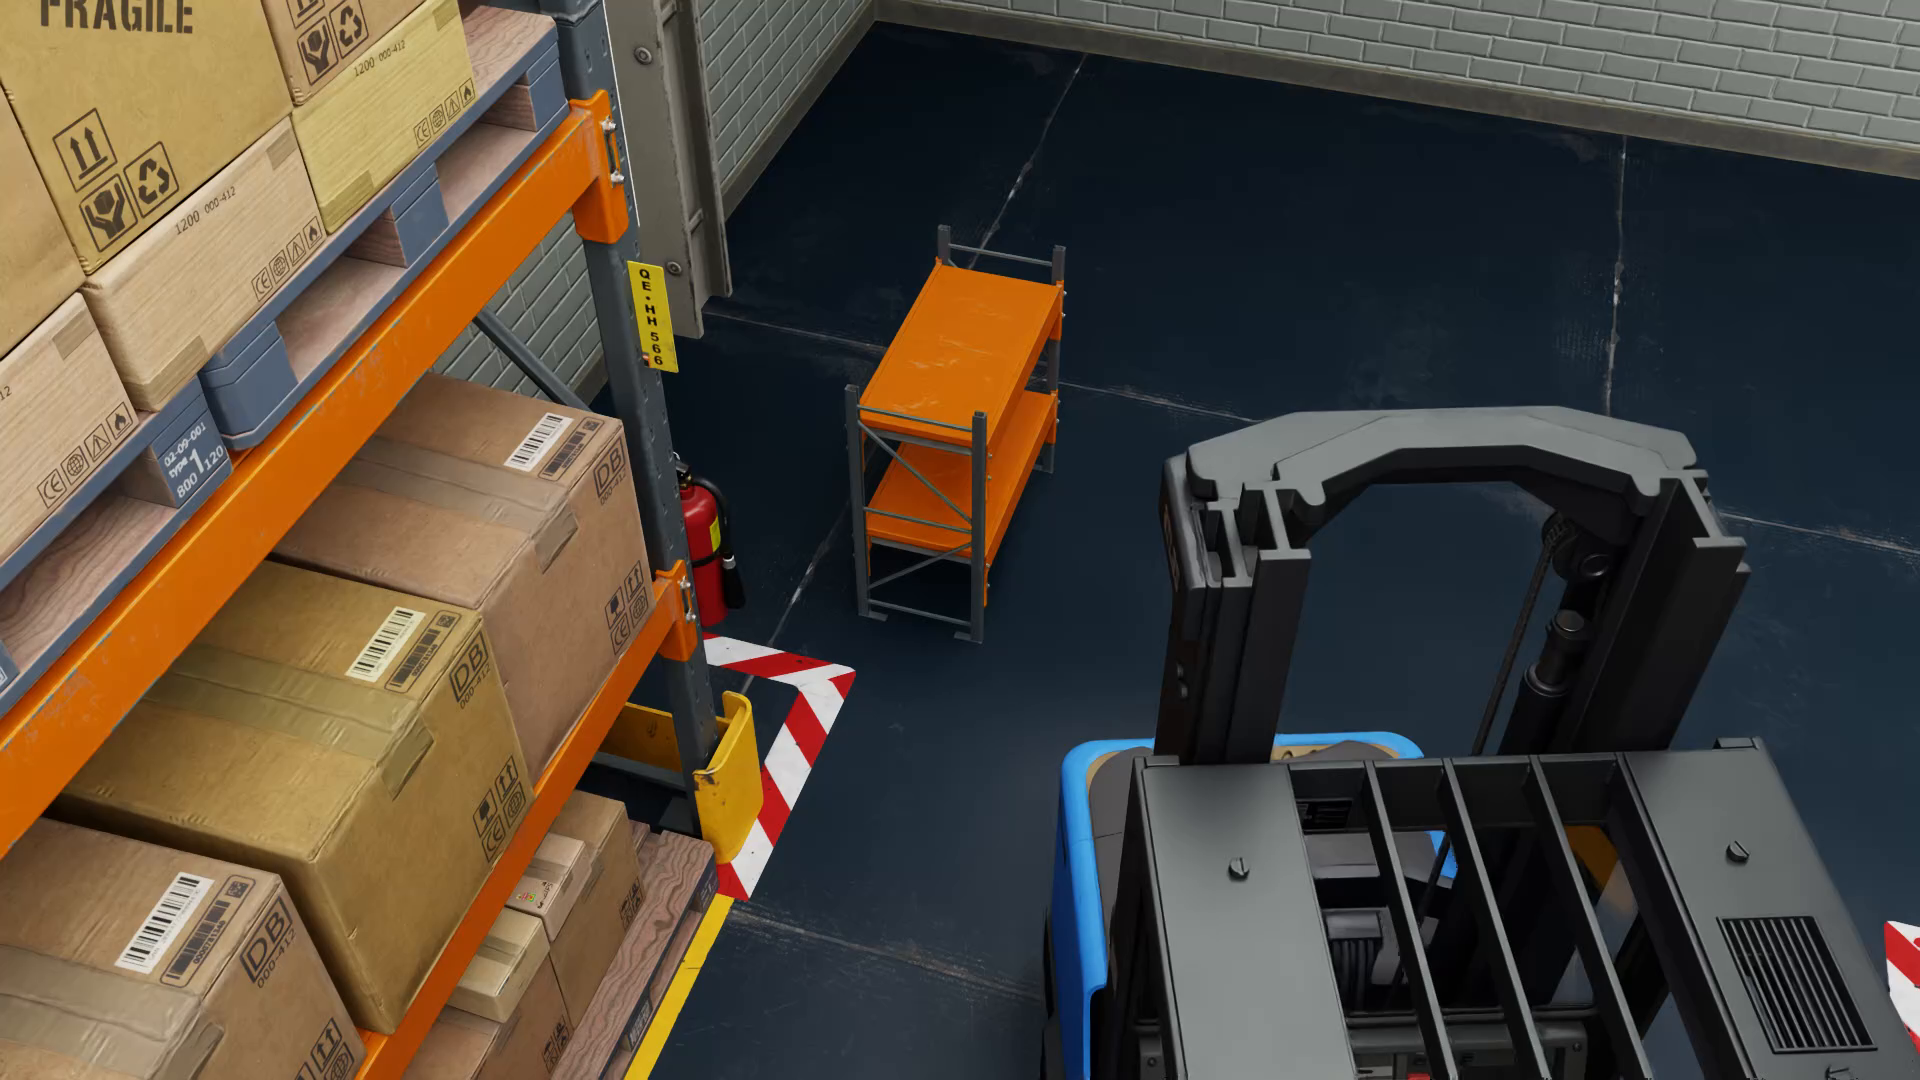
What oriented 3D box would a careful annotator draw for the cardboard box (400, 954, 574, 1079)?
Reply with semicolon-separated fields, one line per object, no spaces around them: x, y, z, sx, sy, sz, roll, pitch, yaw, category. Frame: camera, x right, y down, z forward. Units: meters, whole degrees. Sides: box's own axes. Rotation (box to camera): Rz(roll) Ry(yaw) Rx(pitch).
-1.554;1.381;4.681;0.700;0.500;0.500;12;46;12;cardboard box

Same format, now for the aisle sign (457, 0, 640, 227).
-0.979;-1.097;3.868;0.394;0.787;0.004;13;46;13;aisle sign

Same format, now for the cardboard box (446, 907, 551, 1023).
-1.345;1.111;4.494;0.380;0.149;0.250;14;46;14;cardboard box

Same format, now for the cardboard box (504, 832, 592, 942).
-1.268;0.940;4.668;0.380;0.149;0.250;12;46;12;cardboard box

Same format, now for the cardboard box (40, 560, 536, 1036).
-1.641;0.539;3.840;0.980;0.700;0.700;12;46;12;cardboard box

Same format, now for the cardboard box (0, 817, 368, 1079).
-1.880;1.045;3.323;0.980;0.700;0.700;10;45;11;cardboard box

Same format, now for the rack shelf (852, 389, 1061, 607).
0.002;-0.232;6.532;0.538;0.278;1.000;13;46;13;rack shelf

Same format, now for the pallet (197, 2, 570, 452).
-1.501;-0.727;3.267;1.003;0.211;1.213;13;46;13;pallet

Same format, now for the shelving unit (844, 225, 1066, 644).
0.002;-0.407;6.361;0.538;1.125;1.048;13;46;13;shelving unit

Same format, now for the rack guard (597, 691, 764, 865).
-1.279;0.694;5.683;1.175;0.500;0.348;13;46;13;rack guard

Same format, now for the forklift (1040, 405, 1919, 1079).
0.846;1.299;3.327;1.130;2.935;3.031;-2;44;-2;forklift

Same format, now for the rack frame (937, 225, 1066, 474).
0.156;-0.745;6.707;0.500;1.125;0.032;13;46;13;rack frame

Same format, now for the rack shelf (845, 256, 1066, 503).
0.002;-0.616;6.156;0.538;0.278;1.000;13;46;13;rack shelf

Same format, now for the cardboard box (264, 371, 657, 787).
-1.431;0.051;4.338;0.980;0.700;0.700;14;46;14;cardboard box

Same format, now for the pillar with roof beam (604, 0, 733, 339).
2.810;-3.399;3.789;9.100;9.000;0.400;13;46;13;pillar with roof beam

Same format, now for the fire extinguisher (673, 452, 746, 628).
-0.801;-0.025;4.953;0.296;0.674;0.183;13;46;13;fire extinguisher

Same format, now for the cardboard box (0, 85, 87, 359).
-1.560;-0.429;2.099;0.500;0.500;0.500;11;45;11;cardboard box

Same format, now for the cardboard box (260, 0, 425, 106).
-1.248;-1.110;2.794;0.500;0.500;0.500;12;46;12;cardboard box

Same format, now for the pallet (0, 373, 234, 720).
-1.869;0.089;2.433;1.003;0.211;1.213;13;46;13;pallet

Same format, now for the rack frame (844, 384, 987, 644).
-0.152;-0.068;6.015;0.500;1.125;0.032;13;46;13;rack frame

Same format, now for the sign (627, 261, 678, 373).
-0.773;-0.558;4.178;0.100;0.325;0.005;13;46;13;sign

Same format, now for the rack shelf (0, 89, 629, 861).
-1.892;0.335;2.633;1.077;0.370;4.000;13;46;13;rack shelf

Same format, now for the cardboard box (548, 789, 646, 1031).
-1.403;1.048;5.022;0.700;0.500;0.500;13;46;13;cardboard box

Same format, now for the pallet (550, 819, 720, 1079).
-1.454;1.363;5.206;1.003;0.211;1.213;13;46;13;pallet

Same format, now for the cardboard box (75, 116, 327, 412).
-1.412;-0.496;2.703;0.500;0.250;0.500;11;45;11;cardboard box

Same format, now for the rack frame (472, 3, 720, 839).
-1.286;-0.183;4.793;1.000;3.000;0.127;13;46;13;rack frame

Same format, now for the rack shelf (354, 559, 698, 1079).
-1.892;1.407;3.682;1.077;0.370;4.000;13;46;13;rack shelf

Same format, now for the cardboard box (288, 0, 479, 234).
-1.255;-0.843;3.058;0.500;0.250;0.500;14;46;14;cardboard box

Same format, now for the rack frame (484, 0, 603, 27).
-1.286;-2.328;2.695;1.000;3.000;0.127;13;46;13;rack frame

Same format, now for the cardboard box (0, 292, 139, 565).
-1.565;-0.148;2.348;0.500;0.250;0.500;11;45;11;cardboard box

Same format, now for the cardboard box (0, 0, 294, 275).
-1.410;-0.779;2.456;0.500;0.500;0.500;14;46;14;cardboard box
